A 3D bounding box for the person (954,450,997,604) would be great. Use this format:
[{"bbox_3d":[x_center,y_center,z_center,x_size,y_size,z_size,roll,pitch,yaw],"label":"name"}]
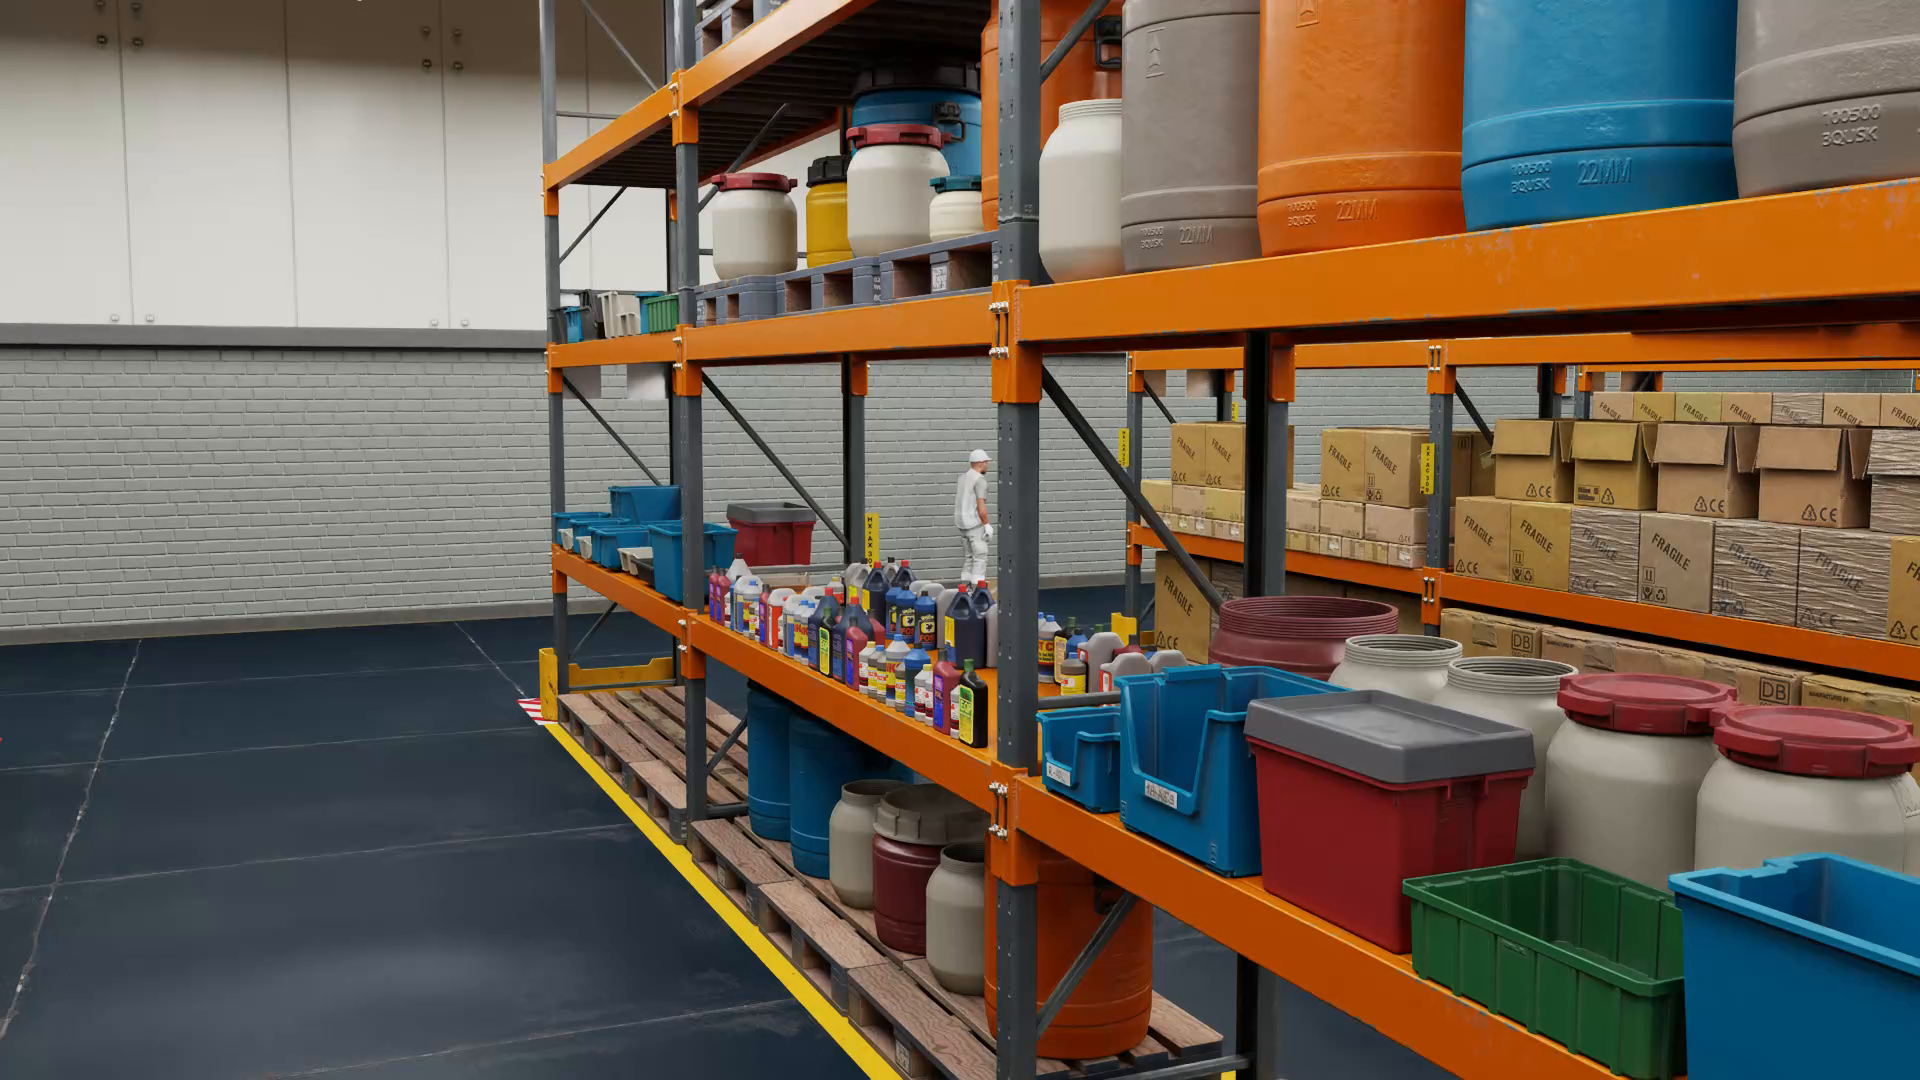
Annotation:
[{"bbox_3d":[0.175,-0.146,19.085,0.445,1.781,0.621,-3,6,-27],"label":"person"}]
